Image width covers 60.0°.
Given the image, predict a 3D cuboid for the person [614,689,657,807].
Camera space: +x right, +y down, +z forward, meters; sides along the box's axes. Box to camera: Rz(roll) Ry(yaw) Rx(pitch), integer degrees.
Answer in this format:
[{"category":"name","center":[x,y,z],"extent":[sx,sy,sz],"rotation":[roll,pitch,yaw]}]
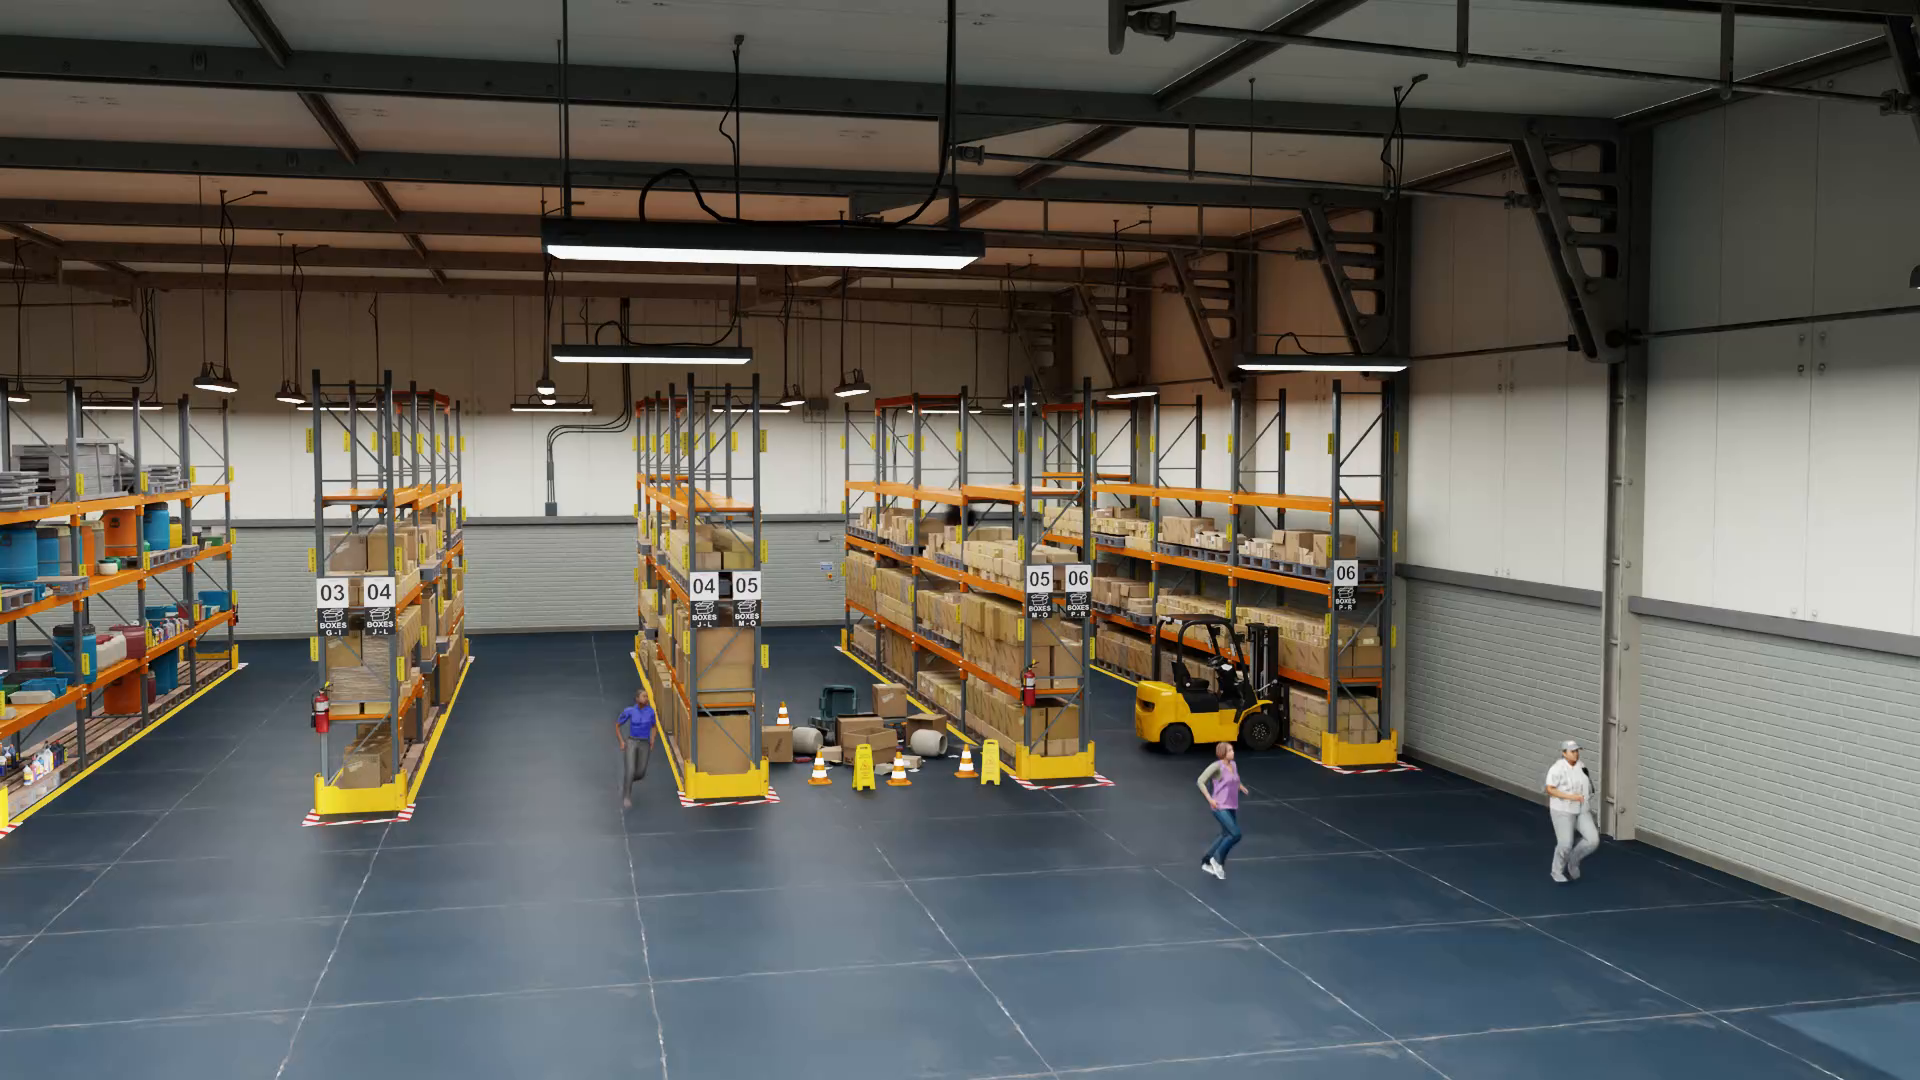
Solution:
[{"category":"person","center":[-4.521,2.878,23.239],"extent":[0.614,1.610,0.585],"rotation":[-2,4,-28]}]

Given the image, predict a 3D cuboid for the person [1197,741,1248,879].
[{"category":"person","center":[3.042,3.107,19.125],"extent":[0.557,1.559,0.593],"rotation":[3,5,43]}]

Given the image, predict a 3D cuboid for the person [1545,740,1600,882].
[{"category":"person","center":[6.944,3.085,18.856],"extent":[0.661,1.638,0.570],"rotation":[-1,4,-20]}]
